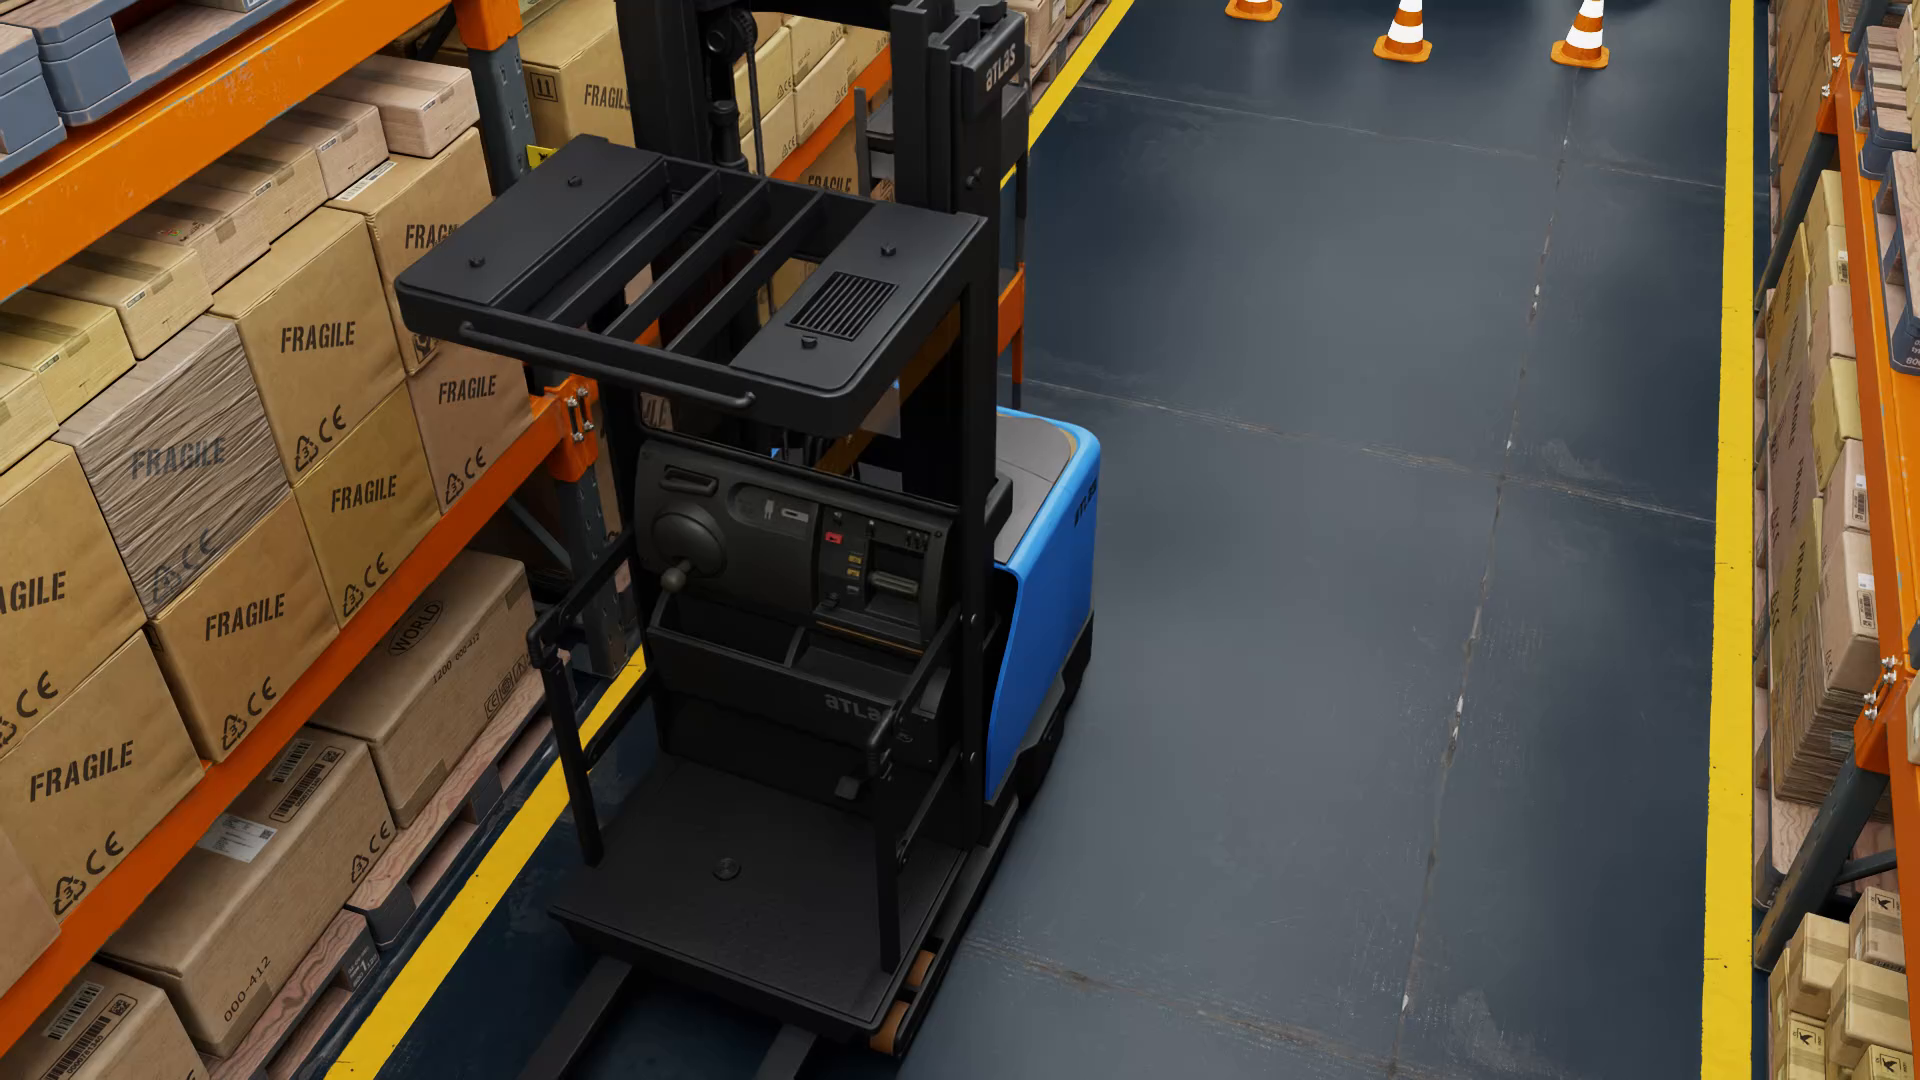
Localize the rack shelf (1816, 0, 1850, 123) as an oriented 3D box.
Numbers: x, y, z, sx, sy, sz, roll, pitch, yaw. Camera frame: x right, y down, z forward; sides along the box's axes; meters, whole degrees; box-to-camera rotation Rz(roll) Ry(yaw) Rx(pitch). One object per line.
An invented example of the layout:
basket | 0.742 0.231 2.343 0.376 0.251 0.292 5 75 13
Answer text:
rack shelf | 5.013 -3.115 8.644 1.077 0.370 4.000 13 42 15

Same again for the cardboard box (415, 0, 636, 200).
cardboard box | -1.304 -1.389 5.220 0.500 0.500 0.500 14 42 16

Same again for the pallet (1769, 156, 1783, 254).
pallet | 4.670 -1.572 8.430 1.003 0.211 1.213 13 42 15

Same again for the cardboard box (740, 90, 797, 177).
cardboard box | -0.961 -1.544 6.364 0.500 0.250 0.500 13 42 15

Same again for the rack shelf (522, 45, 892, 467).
rack shelf | -1.041 -1.712 7.000 1.077 0.370 4.000 13 42 15

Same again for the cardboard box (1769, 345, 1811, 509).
cardboard box | 3.508 -0.381 6.488 0.500 0.500 0.500 12 42 14

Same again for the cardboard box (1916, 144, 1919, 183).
cardboard box | 3.623 -1.349 5.890 0.380 0.149 0.250 15 43 16

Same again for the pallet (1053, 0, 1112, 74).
pallet | 0.330 -3.363 10.529 1.003 0.211 1.213 13 42 15

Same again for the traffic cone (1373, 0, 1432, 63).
traffic cone | 2.743 -3.214 10.161 0.336 0.463 0.334 13 42 15

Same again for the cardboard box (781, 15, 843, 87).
cardboard box | -0.789 -2.040 6.560 0.500 0.250 0.500 12 42 14

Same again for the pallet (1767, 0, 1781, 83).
pallet | 5.504 -3.060 10.174 1.003 0.211 1.213 13 42 15

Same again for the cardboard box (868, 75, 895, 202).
cardboard box | -0.671 -2.154 8.277 0.875 0.875 0.875 13 42 15

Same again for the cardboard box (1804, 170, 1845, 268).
cardboard box | 3.866 -1.296 6.982 0.500 0.250 0.500 11 42 13

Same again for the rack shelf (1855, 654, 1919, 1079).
rack shelf | 2.277 1.765 2.925 1.077 0.370 4.000 13 42 15

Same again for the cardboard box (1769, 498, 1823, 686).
cardboard box | 3.154 0.242 5.758 0.500 0.500 0.500 12 42 14

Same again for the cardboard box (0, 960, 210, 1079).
cardboard box | -2.656 1.504 4.327 0.875 0.438 0.875 14 43 16

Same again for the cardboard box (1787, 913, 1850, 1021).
cardboard box | 2.537 1.233 4.638 0.380 0.149 0.250 15 43 17

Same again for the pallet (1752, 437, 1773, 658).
pallet | 3.642 0.110 6.458 1.003 0.211 1.213 13 42 15

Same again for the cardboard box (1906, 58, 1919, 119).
cardboard box | 3.803 -1.676 6.274 0.380 0.149 0.250 15 43 17

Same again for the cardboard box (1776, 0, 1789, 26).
cardboard box | 5.569 -3.514 9.967 1.050 0.750 0.750 13 42 15

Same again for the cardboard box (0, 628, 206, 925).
cardboard box | -2.165 0.476 3.803 0.500 0.500 0.500 15 43 17

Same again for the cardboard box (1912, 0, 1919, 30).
cardboard box | 3.975 -2.096 6.536 0.380 0.149 0.250 15 43 17

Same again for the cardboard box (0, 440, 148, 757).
cardboard box | -2.152 0.089 3.487 0.500 0.500 0.500 13 42 15

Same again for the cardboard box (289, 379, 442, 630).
cardboard box | -1.814 -0.149 4.537 0.500 0.500 0.500 12 42 14

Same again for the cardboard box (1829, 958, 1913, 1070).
cardboard box | 2.499 1.288 4.343 0.380 0.149 0.250 15 43 17

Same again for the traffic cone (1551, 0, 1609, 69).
traffic cone | 3.819 -3.160 10.098 0.336 0.463 0.334 13 42 15

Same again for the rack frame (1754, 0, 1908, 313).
rack frame | 4.329 -2.169 6.981 1.000 3.000 0.127 13 42 15

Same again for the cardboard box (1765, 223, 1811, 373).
cardboard box | 3.848 -1.003 7.217 0.500 0.500 0.500 12 42 13

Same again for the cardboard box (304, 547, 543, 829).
cardboard box | -2.040 0.408 5.611 0.875 0.438 0.875 13 42 14

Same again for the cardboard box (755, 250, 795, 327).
cardboard box | -1.286 -1.066 7.002 0.875 0.875 0.875 14 43 16

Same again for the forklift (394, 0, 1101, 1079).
forklift | -0.552 0.097 4.378 1.130 2.935 3.031 15 43 17

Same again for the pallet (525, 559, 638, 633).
pallet | -1.532 -0.193 6.813 1.003 0.211 1.213 13 42 15

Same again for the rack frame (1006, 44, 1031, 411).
rack frame | 0.044 -0.851 6.129 0.400 2.100 0.015 15 43 17

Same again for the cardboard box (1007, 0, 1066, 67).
cardboard box | 0.090 -3.160 9.844 0.950 0.372 0.625 13 42 14

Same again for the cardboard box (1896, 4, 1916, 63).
cardboard box | 3.987 -2.005 6.659 0.380 0.149 0.250 13 42 14

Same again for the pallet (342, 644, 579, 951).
pallet | -2.058 0.741 5.719 1.003 0.211 1.213 13 42 15

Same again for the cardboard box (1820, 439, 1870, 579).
cardboard box | 3.167 -0.044 5.515 0.500 0.250 0.500 15 43 17

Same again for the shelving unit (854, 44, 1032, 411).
shelving unit | -0.047 -0.704 5.957 0.431 2.100 0.503 15 43 17

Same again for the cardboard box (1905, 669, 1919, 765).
cardboard box | 2.557 0.467 4.085 0.380 0.149 0.250 15 43 17

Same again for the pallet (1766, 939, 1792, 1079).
pallet | 2.765 1.749 4.537 1.003 0.211 1.213 13 42 15

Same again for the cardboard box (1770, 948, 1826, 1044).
cardboard box | 2.535 1.347 4.734 0.380 0.149 0.250 12 42 13

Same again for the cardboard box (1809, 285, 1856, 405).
cardboard box | 3.511 -0.688 6.270 0.500 0.250 0.500 14 42 15

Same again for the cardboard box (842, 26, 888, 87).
cardboard box | -0.633 -2.164 7.091 0.500 0.250 0.500 13 42 15

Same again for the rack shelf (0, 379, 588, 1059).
rack shelf | -2.409 0.727 4.140 1.077 0.370 4.000 13 42 15

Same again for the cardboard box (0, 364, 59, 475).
cardboard box | -2.098 -0.254 3.389 0.380 0.149 0.250 13 42 15

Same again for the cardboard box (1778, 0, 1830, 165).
cardboard box | 4.918 -2.358 8.613 1.050 0.750 0.750 14 42 16

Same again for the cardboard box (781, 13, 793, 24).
cardboard box | -0.812 -2.327 6.320 0.500 0.500 0.500 13 42 14

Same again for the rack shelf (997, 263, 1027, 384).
rack shelf | -0.047 -0.694 5.965 0.431 0.518 0.480 15 43 17

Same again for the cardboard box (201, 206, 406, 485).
cardboard box | -1.808 -0.528 4.210 0.500 0.500 0.500 13 42 14

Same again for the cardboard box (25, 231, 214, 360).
cardboard box | -1.939 -0.567 3.756 0.380 0.149 0.250 13 42 15

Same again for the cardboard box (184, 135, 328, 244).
cardboard box | -1.818 -0.886 4.130 0.380 0.149 0.250 13 42 15

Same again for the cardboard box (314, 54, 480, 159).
cardboard box | -1.531 -1.173 4.466 0.380 0.149 0.250 12 42 14

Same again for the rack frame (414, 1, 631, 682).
rack frame | -1.725 -0.766 5.337 1.000 3.000 0.127 13 42 15

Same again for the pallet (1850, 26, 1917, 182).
pallet | 4.186 -1.637 6.506 1.213 0.211 1.003 13 42 15
